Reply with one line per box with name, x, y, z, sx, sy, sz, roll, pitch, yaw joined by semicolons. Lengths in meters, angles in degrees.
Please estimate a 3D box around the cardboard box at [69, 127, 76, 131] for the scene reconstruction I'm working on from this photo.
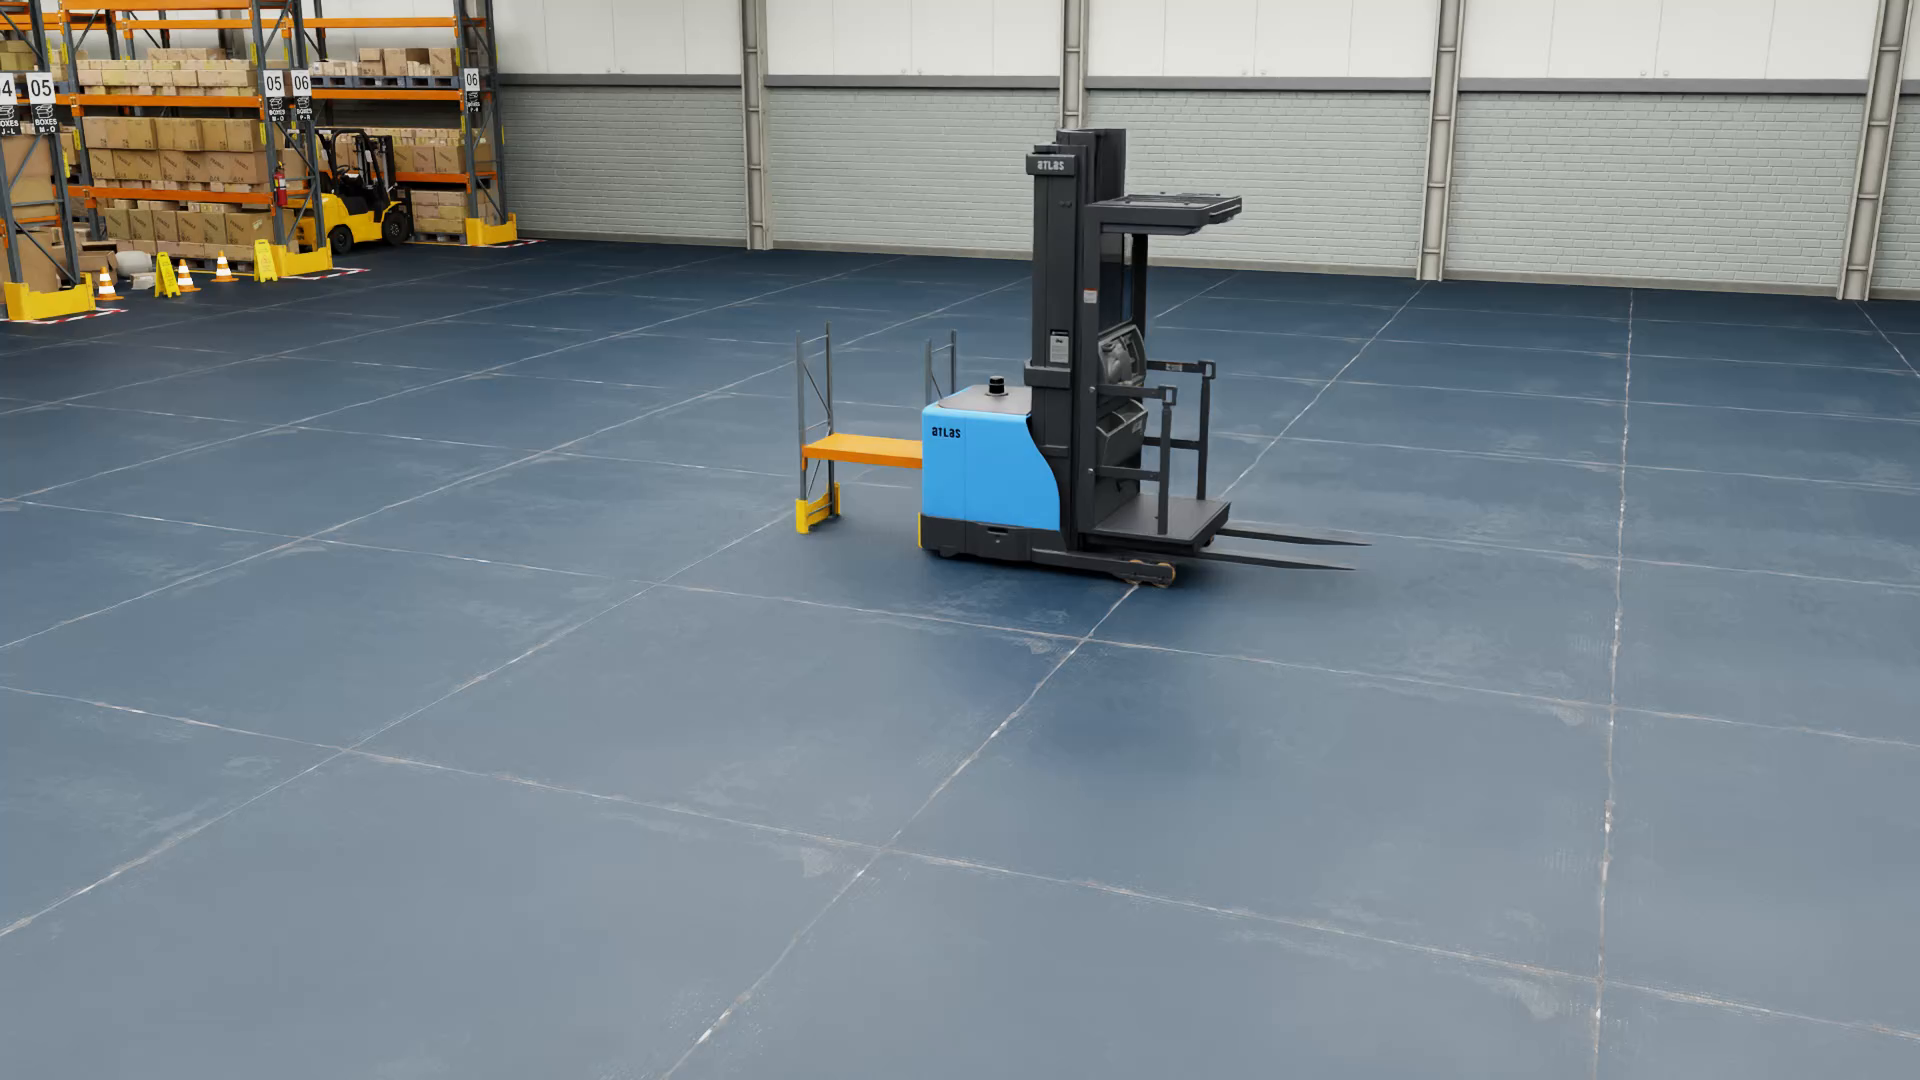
cardboard box;-17.975;-8.316;34.499;0.637;0.503;0.797;6;17;19

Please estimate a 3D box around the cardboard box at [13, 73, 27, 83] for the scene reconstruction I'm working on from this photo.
cardboard box;-12.688;-6.233;22.401;0.250;0.149;0.380;6;17;21

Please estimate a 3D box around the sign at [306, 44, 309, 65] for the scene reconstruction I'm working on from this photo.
sign;-10.565;-7.840;26.852;0.005;0.325;0.100;6;17;21

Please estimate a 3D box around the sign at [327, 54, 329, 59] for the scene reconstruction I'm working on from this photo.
sign;-12.465;-9.407;32.748;0.005;0.325;0.100;6;17;21

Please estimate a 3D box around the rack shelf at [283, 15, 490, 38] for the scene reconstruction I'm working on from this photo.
rack shelf;-10.807;-9.675;31.367;4.000;0.370;1.077;6;17;21

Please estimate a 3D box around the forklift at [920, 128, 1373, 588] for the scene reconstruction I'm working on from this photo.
forklift;1.287;-1.256;11.244;3.031;2.935;1.130;7;17;22

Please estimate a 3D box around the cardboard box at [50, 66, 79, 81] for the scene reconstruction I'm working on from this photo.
cardboard box;-15.082;-7.841;27.937;0.500;0.250;0.500;6;17;20

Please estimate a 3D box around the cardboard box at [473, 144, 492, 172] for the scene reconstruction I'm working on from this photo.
cardboard box;-9.305;-7.298;31.752;0.500;0.500;0.500;7;18;22

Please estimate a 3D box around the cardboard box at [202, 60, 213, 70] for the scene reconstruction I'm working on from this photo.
cardboard box;-11.874;-7.597;26.602;0.250;0.149;0.380;6;17;21

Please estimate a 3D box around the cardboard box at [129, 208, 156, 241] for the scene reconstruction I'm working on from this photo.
cardboard box;-13.533;-5.308;27.910;0.500;0.500;0.500;7;18;23

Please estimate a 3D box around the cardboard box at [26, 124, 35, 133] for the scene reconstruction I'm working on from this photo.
cardboard box;-15.644;-7.008;28.304;0.250;0.149;0.380;6;17;19

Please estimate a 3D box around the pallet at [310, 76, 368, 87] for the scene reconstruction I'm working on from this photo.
pallet;-11.865;-8.854;32.069;1.213;0.211;1.003;6;17;21

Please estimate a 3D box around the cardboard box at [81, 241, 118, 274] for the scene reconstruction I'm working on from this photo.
cardboard box;-13.988;-4.587;27.072;0.500;0.500;0.500;-9;18;-27

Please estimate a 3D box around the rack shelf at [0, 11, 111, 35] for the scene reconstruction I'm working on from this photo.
rack shelf;-16.346;-8.797;28.341;4.000;0.370;1.077;6;17;21

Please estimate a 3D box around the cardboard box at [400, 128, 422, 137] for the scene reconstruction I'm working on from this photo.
cardboard box;-10.339;-7.691;31.409;0.250;0.149;0.380;7;18;22

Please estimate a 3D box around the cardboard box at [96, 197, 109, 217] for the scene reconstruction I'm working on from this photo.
cardboard box;-17.810;-7.041;34.777;0.500;0.500;0.500;7;18;23

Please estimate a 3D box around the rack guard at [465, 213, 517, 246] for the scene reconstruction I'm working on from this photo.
rack guard;-8.924;-5.924;31.683;0.348;0.500;1.175;6;17;21

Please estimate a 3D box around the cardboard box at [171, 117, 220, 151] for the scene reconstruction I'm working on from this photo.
cardboard box;-12.300;-6.585;26.970;0.500;0.500;0.700;6;17;20

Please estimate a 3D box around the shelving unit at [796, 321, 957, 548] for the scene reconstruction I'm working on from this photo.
shelving unit;-0.611;-0.794;12.217;1.083;1.500;0.587;7;17;22

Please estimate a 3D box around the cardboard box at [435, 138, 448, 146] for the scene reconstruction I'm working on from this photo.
cardboard box;-9.620;-7.468;31.174;0.250;0.149;0.380;7;17;22

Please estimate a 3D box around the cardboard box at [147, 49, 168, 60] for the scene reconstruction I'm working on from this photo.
cardboard box;-15.804;-9.546;33.184;0.500;0.500;0.500;6;17;21

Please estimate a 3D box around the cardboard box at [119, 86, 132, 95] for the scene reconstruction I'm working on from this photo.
cardboard box;-13.573;-7.399;27.350;0.250;0.149;0.380;7;18;22

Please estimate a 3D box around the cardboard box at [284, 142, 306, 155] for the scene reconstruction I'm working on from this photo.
cardboard box;-13.218;-7.688;32.648;0.500;0.250;0.500;6;17;19

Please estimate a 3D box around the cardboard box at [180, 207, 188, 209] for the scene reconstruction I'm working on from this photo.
cardboard box;-12.888;-5.395;28.212;0.500;0.500;0.500;7;18;24

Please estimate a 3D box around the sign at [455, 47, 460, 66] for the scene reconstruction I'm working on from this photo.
sign;-9.159;-8.815;30.333;0.005;0.325;0.100;6;17;21

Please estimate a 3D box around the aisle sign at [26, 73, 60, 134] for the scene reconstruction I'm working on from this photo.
aisle sign;-12.311;-5.864;22.330;0.004;0.787;0.394;6;17;21

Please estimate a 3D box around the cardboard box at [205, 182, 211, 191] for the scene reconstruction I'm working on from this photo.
cardboard box;-12.135;-5.811;27.262;0.250;0.149;0.380;7;17;21

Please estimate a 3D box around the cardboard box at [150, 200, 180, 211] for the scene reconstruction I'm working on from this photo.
cardboard box;-13.211;-5.564;27.628;0.250;0.149;0.380;7;18;24

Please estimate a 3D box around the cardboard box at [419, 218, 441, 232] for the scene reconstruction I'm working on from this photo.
cardboard box;-9.959;-6.028;31.735;0.500;0.250;0.500;6;17;21

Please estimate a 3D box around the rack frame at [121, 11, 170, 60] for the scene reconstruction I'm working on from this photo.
rack frame;-16.389;-10.826;33.326;0.127;3.000;1.000;6;17;21

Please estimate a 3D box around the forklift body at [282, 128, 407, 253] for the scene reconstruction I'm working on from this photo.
forklift body;-11.380;-6.440;30.500;1.214;2.155;2.313;6;17;21

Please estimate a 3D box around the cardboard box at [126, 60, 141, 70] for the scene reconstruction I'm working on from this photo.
cardboard box;-13.333;-7.740;27.094;0.250;0.149;0.380;6;17;19

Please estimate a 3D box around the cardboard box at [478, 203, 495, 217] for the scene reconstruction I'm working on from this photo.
cardboard box;-9.308;-6.350;31.949;0.500;0.250;0.500;7;17;22

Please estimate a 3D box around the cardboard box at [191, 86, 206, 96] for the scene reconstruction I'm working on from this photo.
cardboard box;-12.137;-7.232;26.777;0.250;0.149;0.380;6;17;20

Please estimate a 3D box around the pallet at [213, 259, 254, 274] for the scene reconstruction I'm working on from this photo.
pallet;-11.578;-4.600;27.641;1.213;0.211;1.003;6;17;21

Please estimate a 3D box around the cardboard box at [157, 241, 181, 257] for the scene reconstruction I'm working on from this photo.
cardboard box;-13.040;-4.894;27.830;0.500;0.250;0.500;6;17;20

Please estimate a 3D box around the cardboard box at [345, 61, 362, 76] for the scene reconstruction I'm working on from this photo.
cardboard box;-11.398;-8.931;31.486;0.258;0.266;0.396;6;17;19

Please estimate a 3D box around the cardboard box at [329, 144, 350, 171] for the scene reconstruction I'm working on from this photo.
cardboard box;-11.860;-7.422;32.180;0.500;0.500;0.500;7;17;22

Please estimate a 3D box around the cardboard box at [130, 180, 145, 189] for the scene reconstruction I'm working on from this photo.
cardboard box;-13.580;-5.946;27.727;0.250;0.149;0.380;7;18;22

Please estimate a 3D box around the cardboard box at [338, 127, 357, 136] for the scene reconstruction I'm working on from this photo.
cardboard box;-11.761;-7.849;31.953;0.250;0.149;0.380;7;17;22

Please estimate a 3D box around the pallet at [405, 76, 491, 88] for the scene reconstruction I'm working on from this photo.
pallet;-9.595;-8.604;31.209;1.213;0.211;1.003;6;17;21

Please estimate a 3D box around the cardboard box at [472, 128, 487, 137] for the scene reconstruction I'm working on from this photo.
cardboard box;-9.181;-7.719;31.506;0.250;0.149;0.380;6;17;20

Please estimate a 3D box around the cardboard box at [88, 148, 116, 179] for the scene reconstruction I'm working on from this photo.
cardboard box;-14.178;-6.322;27.857;0.500;0.500;0.500;6;17;20

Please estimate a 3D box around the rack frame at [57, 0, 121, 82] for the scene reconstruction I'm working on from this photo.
rack frame;-14.485;-9.129;27.480;0.127;3.000;1.000;6;17;21

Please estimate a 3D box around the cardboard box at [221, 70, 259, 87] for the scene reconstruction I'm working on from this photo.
cardboard box;-11.339;-7.333;26.408;0.500;0.250;0.500;6;17;20

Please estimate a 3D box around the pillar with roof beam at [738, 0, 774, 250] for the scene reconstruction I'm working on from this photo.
pillar with roof beam;-5.262;-8.583;25.597;0.400;9.000;9.100;6;17;21

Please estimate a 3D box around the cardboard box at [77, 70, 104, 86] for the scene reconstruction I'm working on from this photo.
cardboard box;-14.176;-7.644;27.478;0.500;0.250;0.500;6;17;19

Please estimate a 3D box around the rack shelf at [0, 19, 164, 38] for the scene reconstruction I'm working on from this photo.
rack shelf;-18.249;-10.493;34.186;4.000;0.370;1.077;6;17;21

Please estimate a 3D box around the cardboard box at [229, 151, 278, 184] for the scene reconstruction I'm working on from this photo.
cardboard box;-11.370;-6.014;26.797;0.500;0.500;0.500;6;17;20

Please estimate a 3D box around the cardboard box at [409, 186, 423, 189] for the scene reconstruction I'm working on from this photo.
cardboard box;-10.726;-6.745;32.412;0.500;0.250;0.500;6;17;20
